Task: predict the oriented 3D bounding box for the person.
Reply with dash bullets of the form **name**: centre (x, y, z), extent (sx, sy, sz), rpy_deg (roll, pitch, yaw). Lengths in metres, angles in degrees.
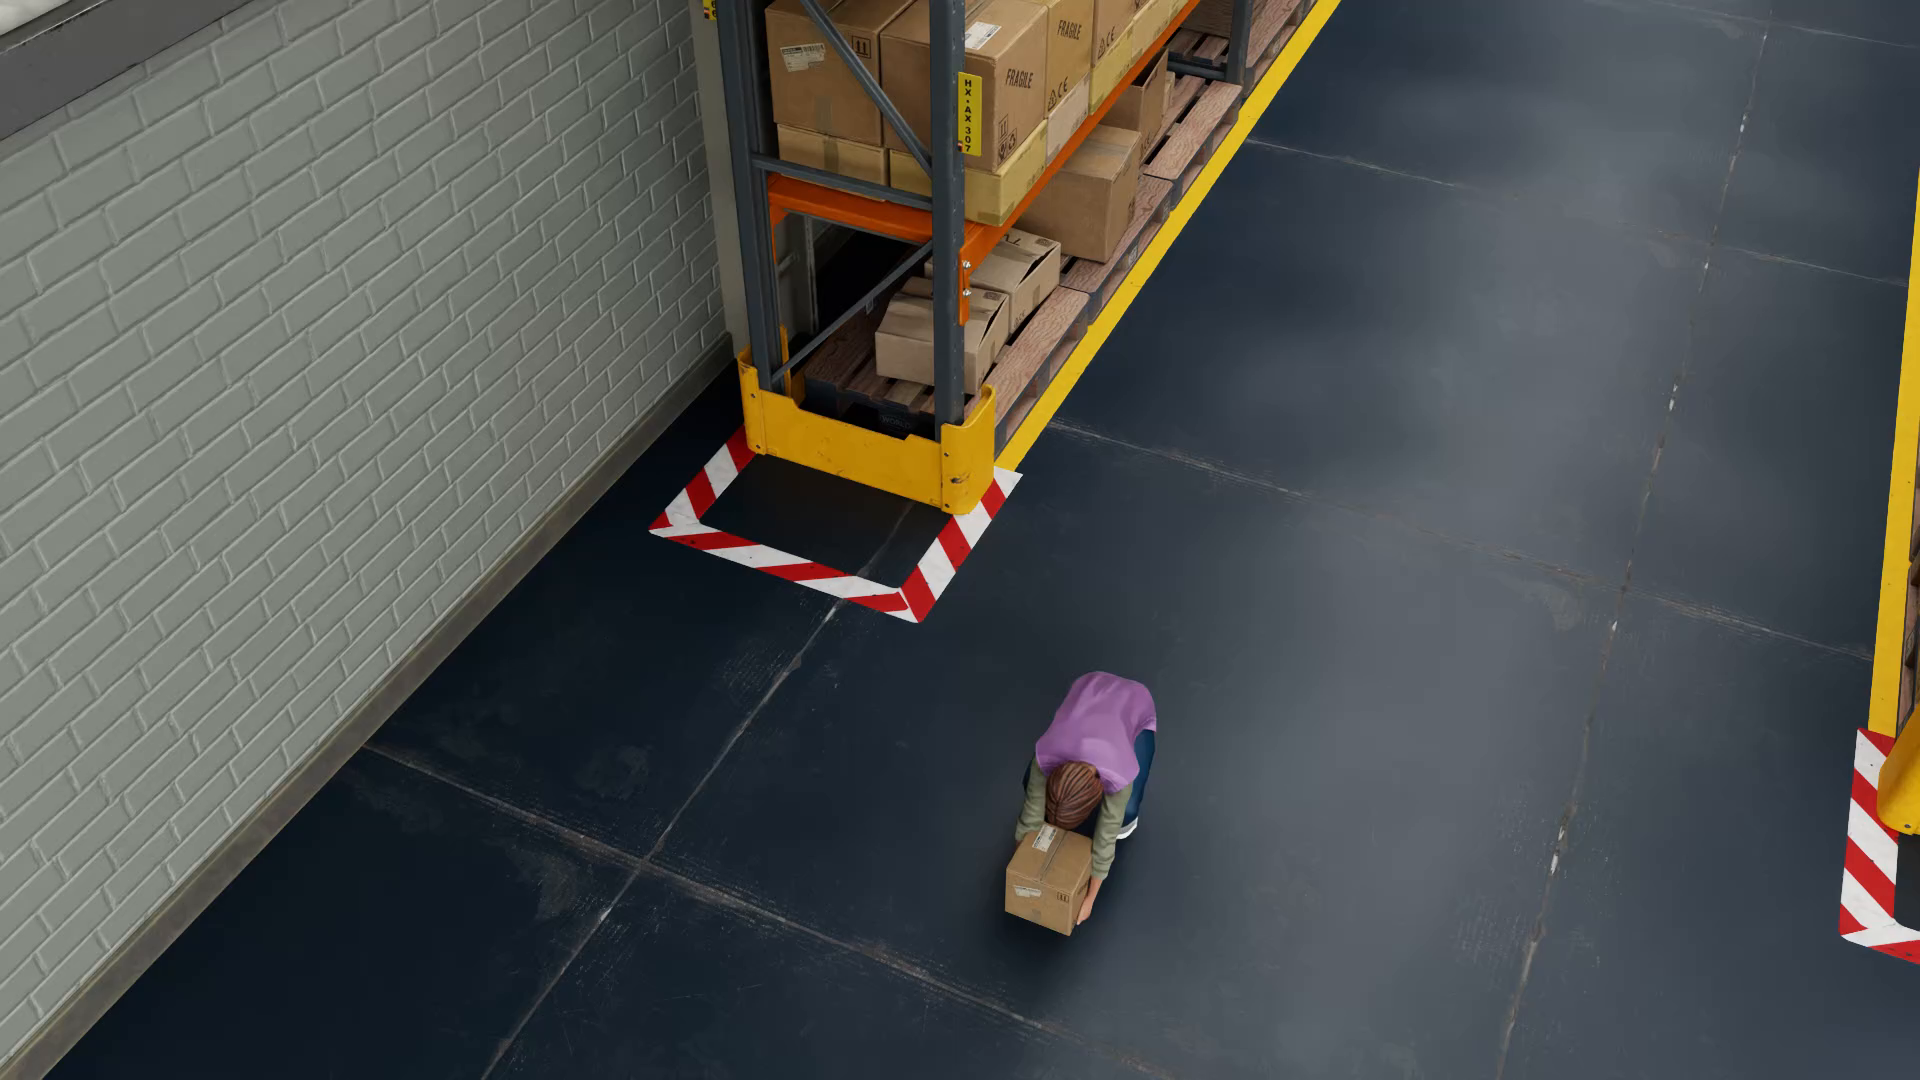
- **person**: centre (0.458, 0.857, 5.954), extent (0.431, 0.764, 0.834), rpy_deg (17, 45, 18)
